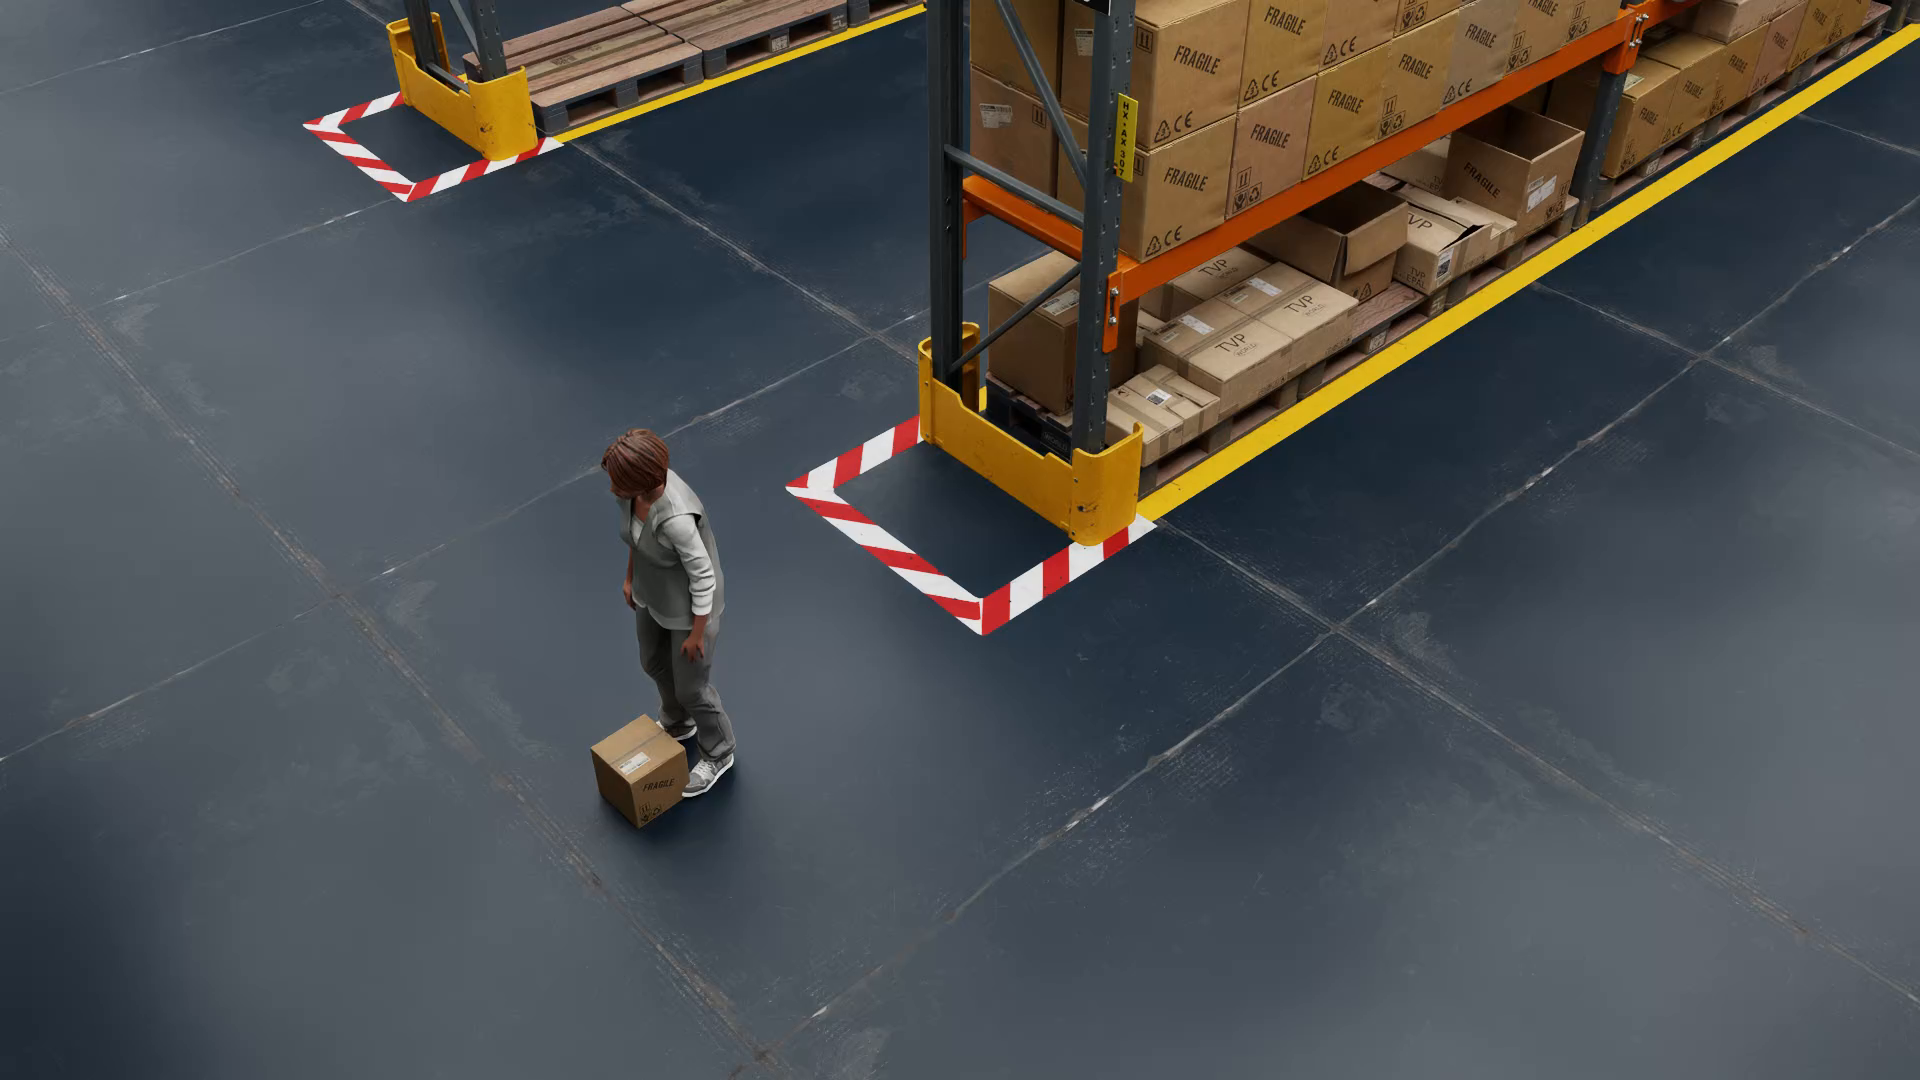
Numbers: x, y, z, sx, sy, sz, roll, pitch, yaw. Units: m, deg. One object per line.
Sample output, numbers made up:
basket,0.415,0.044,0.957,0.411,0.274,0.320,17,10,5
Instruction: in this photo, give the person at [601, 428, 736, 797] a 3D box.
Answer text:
person,-1.017,0.239,5.884,0.343,1.593,0.461,-30,49,-31
